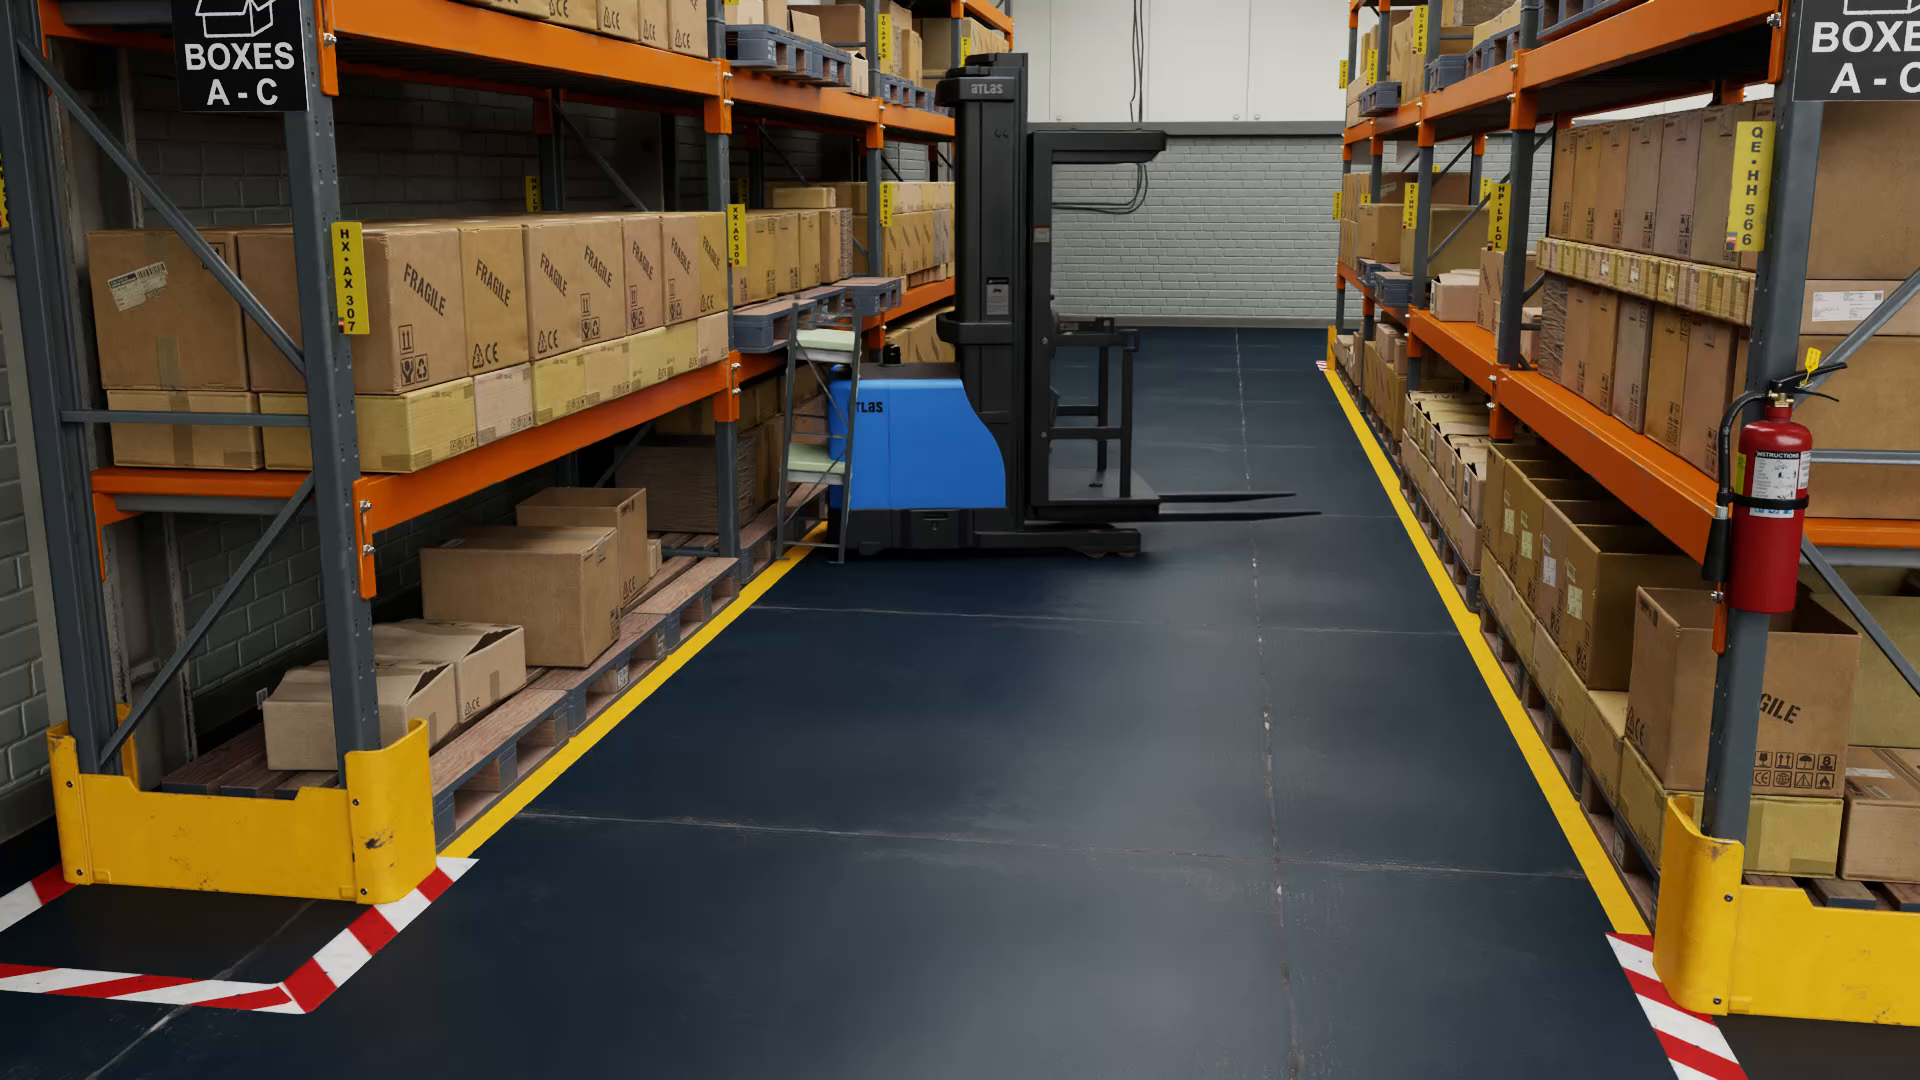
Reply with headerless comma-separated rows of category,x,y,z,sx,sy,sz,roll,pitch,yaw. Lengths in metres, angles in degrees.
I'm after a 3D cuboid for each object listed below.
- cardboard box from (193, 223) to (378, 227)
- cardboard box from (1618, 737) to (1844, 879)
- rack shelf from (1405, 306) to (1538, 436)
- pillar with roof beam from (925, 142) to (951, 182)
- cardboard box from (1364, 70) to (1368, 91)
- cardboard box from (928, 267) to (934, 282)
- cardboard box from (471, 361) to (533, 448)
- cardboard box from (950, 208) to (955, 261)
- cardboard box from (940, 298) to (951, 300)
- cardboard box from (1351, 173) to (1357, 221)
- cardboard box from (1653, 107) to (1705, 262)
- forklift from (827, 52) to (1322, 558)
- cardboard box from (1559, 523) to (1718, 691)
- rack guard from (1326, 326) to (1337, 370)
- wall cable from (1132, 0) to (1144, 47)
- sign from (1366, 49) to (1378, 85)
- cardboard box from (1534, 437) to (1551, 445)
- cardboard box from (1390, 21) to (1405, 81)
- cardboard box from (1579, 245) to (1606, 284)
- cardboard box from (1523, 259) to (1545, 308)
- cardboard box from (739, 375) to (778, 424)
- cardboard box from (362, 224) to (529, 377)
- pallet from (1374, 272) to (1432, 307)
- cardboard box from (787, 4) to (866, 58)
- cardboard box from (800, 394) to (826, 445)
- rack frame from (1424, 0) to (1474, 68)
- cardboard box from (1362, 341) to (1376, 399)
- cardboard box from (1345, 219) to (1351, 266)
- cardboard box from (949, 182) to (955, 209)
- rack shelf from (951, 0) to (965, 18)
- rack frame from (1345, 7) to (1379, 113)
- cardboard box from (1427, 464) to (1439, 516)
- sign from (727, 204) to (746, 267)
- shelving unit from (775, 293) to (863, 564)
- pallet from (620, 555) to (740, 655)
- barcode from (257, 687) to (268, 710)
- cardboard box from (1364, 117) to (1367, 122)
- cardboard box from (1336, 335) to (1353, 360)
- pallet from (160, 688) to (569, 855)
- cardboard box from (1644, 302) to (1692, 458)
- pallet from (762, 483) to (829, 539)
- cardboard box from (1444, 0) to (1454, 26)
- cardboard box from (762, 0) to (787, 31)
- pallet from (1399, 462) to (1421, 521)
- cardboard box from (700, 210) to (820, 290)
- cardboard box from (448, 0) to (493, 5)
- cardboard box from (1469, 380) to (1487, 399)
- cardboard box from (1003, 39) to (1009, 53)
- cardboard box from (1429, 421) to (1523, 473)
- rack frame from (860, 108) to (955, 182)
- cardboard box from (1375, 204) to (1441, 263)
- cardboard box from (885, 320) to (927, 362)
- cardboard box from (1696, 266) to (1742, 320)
cardboard box,-2.381,-0.875,5.963,0.500,0.500,0.500,2,12,9
cardboard box,2.355,0.815,5.123,0.500,0.250,0.500,2,12,9
rack shelf,3.488,-1.100,10.187,1.077,0.370,4.000,2,12,9
pillar with roof beam,3.945,-7.077,21.970,9.100,9.000,0.400,2,12,9
cardboard box,4.297,-4.552,16.547,0.500,0.250,0.500,2,12,9
cardboard box,-0.443,-2.457,15.322,0.380,0.149,0.250,2,12,9
cardboard box,-1.876,-0.499,5.998,0.500,0.250,0.500,1,12,7
cardboard box,-0.307,-2.961,16.120,0.500,0.500,0.500,2,12,8
cardboard box,-0.134,-2.772,19.632,0.380,0.149,0.250,2,12,9
cardboard box,4.465,-3.669,17.786,0.500,0.500,0.500,2,12,8
cardboard box,2.810,-1.209,5.664,0.700,0.500,0.500,2,12,9
forklift,0.696,-1.436,10.199,3.031,2.935,1.130,-1,12,-3
cardboard box,2.493,0.239,6.013,0.500,0.500,0.500,2,12,9
rack guard,5.014,-2.296,19.960,1.175,0.500,0.348,2,12,9
wall cable,4.026,-8.655,24.677,3.097,2.526,0.112,2,12,9
sign,3.873,-4.436,15.610,0.100,0.325,0.005,2,12,9
cardboard box,3.650,-0.461,9.710,0.500,0.311,0.500,1,12,7
cardboard box,4.260,-4.368,15.050,0.600,0.600,0.600,1,12,3
cardboard box,2.791,-1.139,6.883,0.380,0.149,0.250,1,12,7
cardboard box,3.395,-1.354,9.417,0.500,0.500,0.500,3,12,13
cardboard box,-1.478,-0.909,10.701,0.500,0.250,0.500,2,12,7
cardboard box,-1.874,-0.858,5.883,0.500,0.500,0.500,2,12,9
pallet,3.830,-1.918,12.728,1.213,0.211,1.003,2,12,9
cardboard box,-1.084,-3.859,12.879,0.700,0.500,0.500,1,12,4
cardboard box,-1.353,-0.766,11.818,0.700,0.500,0.500,2,12,9
rack frame,3.795,-4.801,11.411,1.000,3.000,0.127,2,12,9
cardboard box,4.095,-1.601,15.693,0.500,0.500,0.500,1,12,6
cardboard box,4.543,-3.287,18.387,0.500,0.500,0.500,2,12,8
cardboard box,-0.304,-3.326,16.035,0.500,0.250,0.500,2,12,10
rack shelf,-0.792,-4.830,14.202,1.077,0.370,4.000,2,12,9
rack frame,5.026,-6.466,19.138,1.000,3.000,0.127,2,12,9
cardboard box,3.195,-0.310,10.343,0.500,0.250,0.500,2,12,10
sign,-1.178,-1.603,8.755,0.100,0.325,0.005,2,12,9
shelving unit,-0.849,-0.683,9.980,0.431,1.500,0.755,4,12,-6
pallet,-1.784,0.309,8.560,1.003,0.211,1.213,2,12,9
barcode,-2.528,0.574,6.025,0.001,0.075,0.075,2,12,9
cardboard box,4.310,-4.308,16.598,0.500,0.250,0.500,2,12,9
cardboard box,4.585,-2.197,19.048,0.500,0.250,0.500,2,12,9
pallet,-2.159,0.817,6.203,1.003,0.211,1.213,2,12,9
cardboard box,2.807,-0.561,5.741,0.700,0.500,0.500,2,12,9
pallet,-1.412,-0.249,11.148,1.003,0.211,1.213,2,12,9
cardboard box,3.947,-4.069,12.524,0.500,0.500,0.500,2,12,9
cardboard box,-1.362,-3.284,10.257,0.500,0.500,0.500,1,12,7
pallet,3.630,-0.335,11.547,1.003,0.211,1.213,2,12,9
cardboard box,-1.332,-1.934,11.065,0.700,0.500,0.500,2,12,9
cardboard box,-1.914,-2.060,5.527,0.500,0.500,0.500,3,12,12
cardboard box,4.148,-0.947,12.657,0.500,0.500,0.500,2,12,11
cardboard box,0.287,-5.546,19.330,0.500,0.500,0.500,2,12,8
cardboard box,3.193,-0.581,10.270,0.500,0.311,0.500,2,12,8
rack frame,-0.485,-2.861,16.648,1.000,3.000,0.127,2,12,9
cardboard box,4.073,-2.719,14.754,0.700,0.500,0.500,4,13,18
cardboard box,-0.716,-1.514,14.502,0.750,0.750,0.750,2,12,8
cardboard box,2.513,-0.763,5.134,0.380,0.149,0.250,2,12,8
